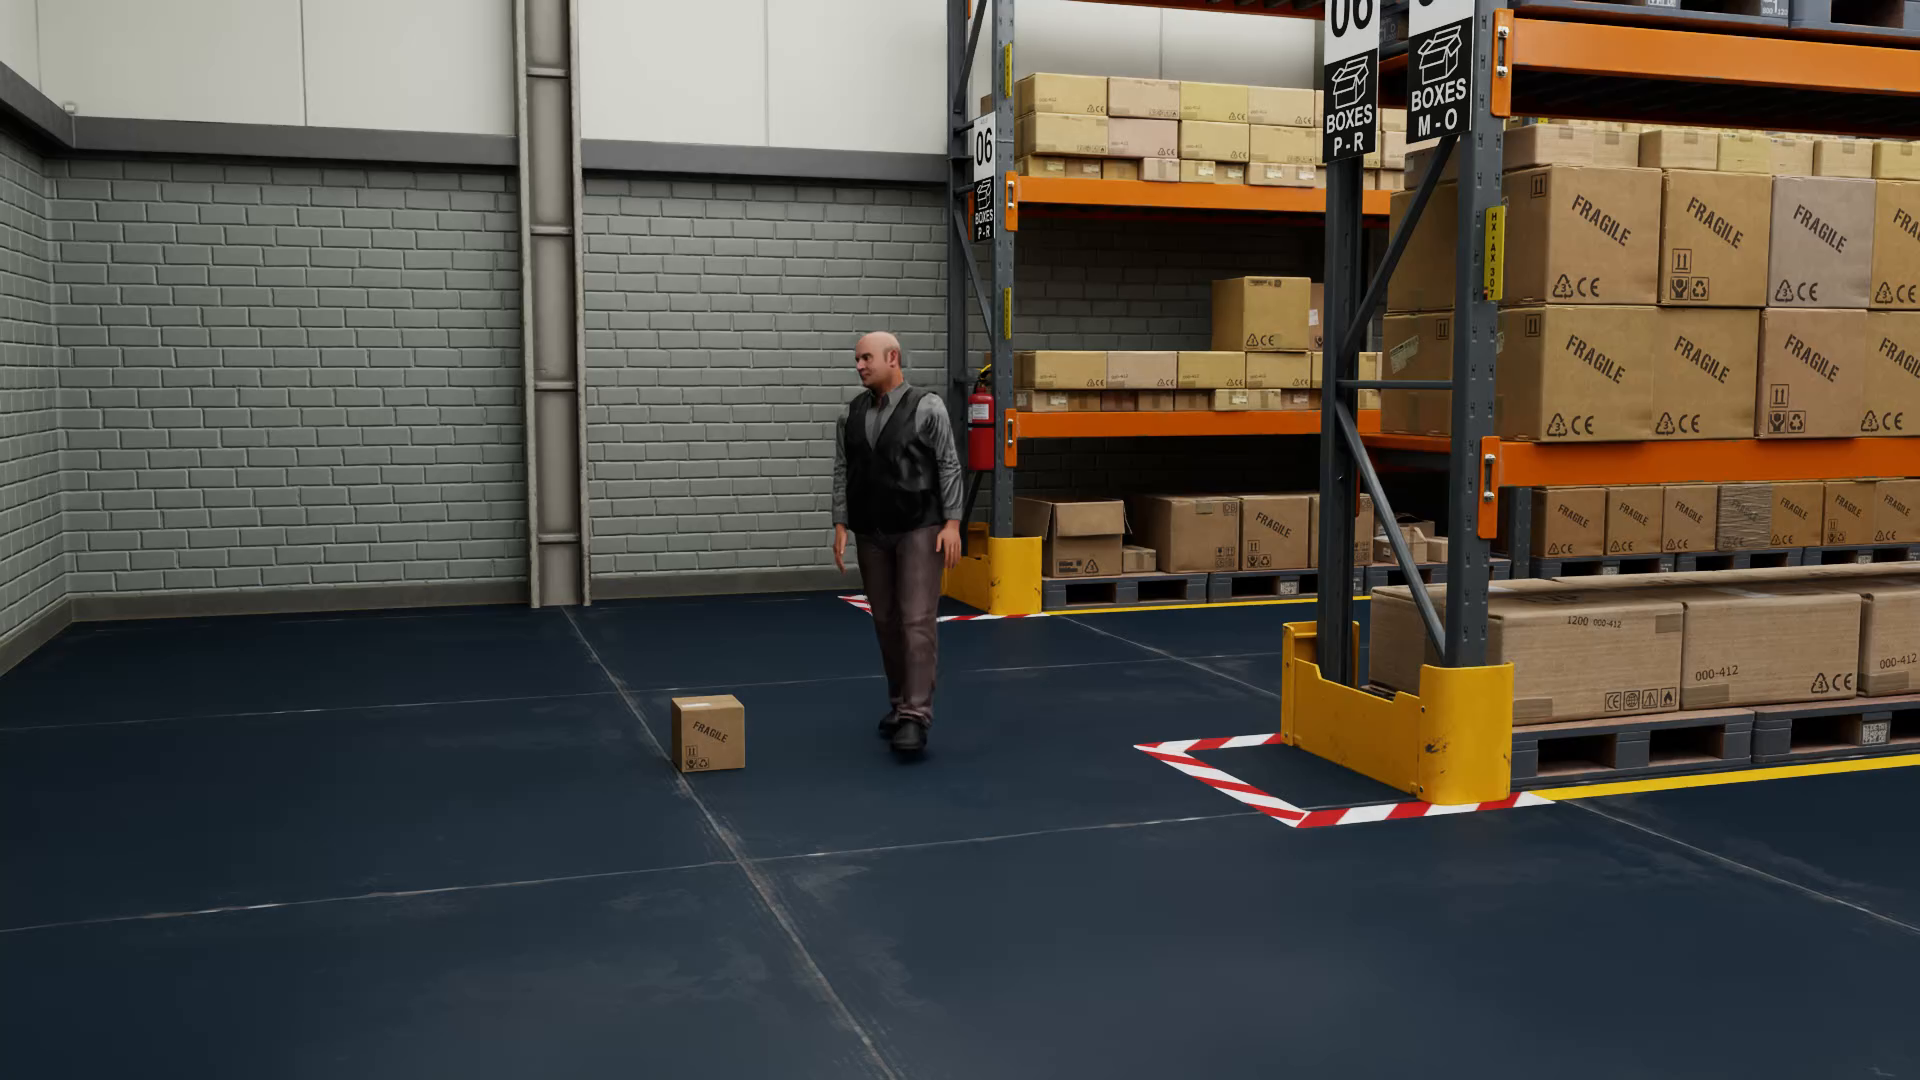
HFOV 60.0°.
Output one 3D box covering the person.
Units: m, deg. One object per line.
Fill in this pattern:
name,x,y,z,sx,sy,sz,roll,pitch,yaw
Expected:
person,-0.296,-0.013,6.936,0.584,1.706,0.715,3,6,28
